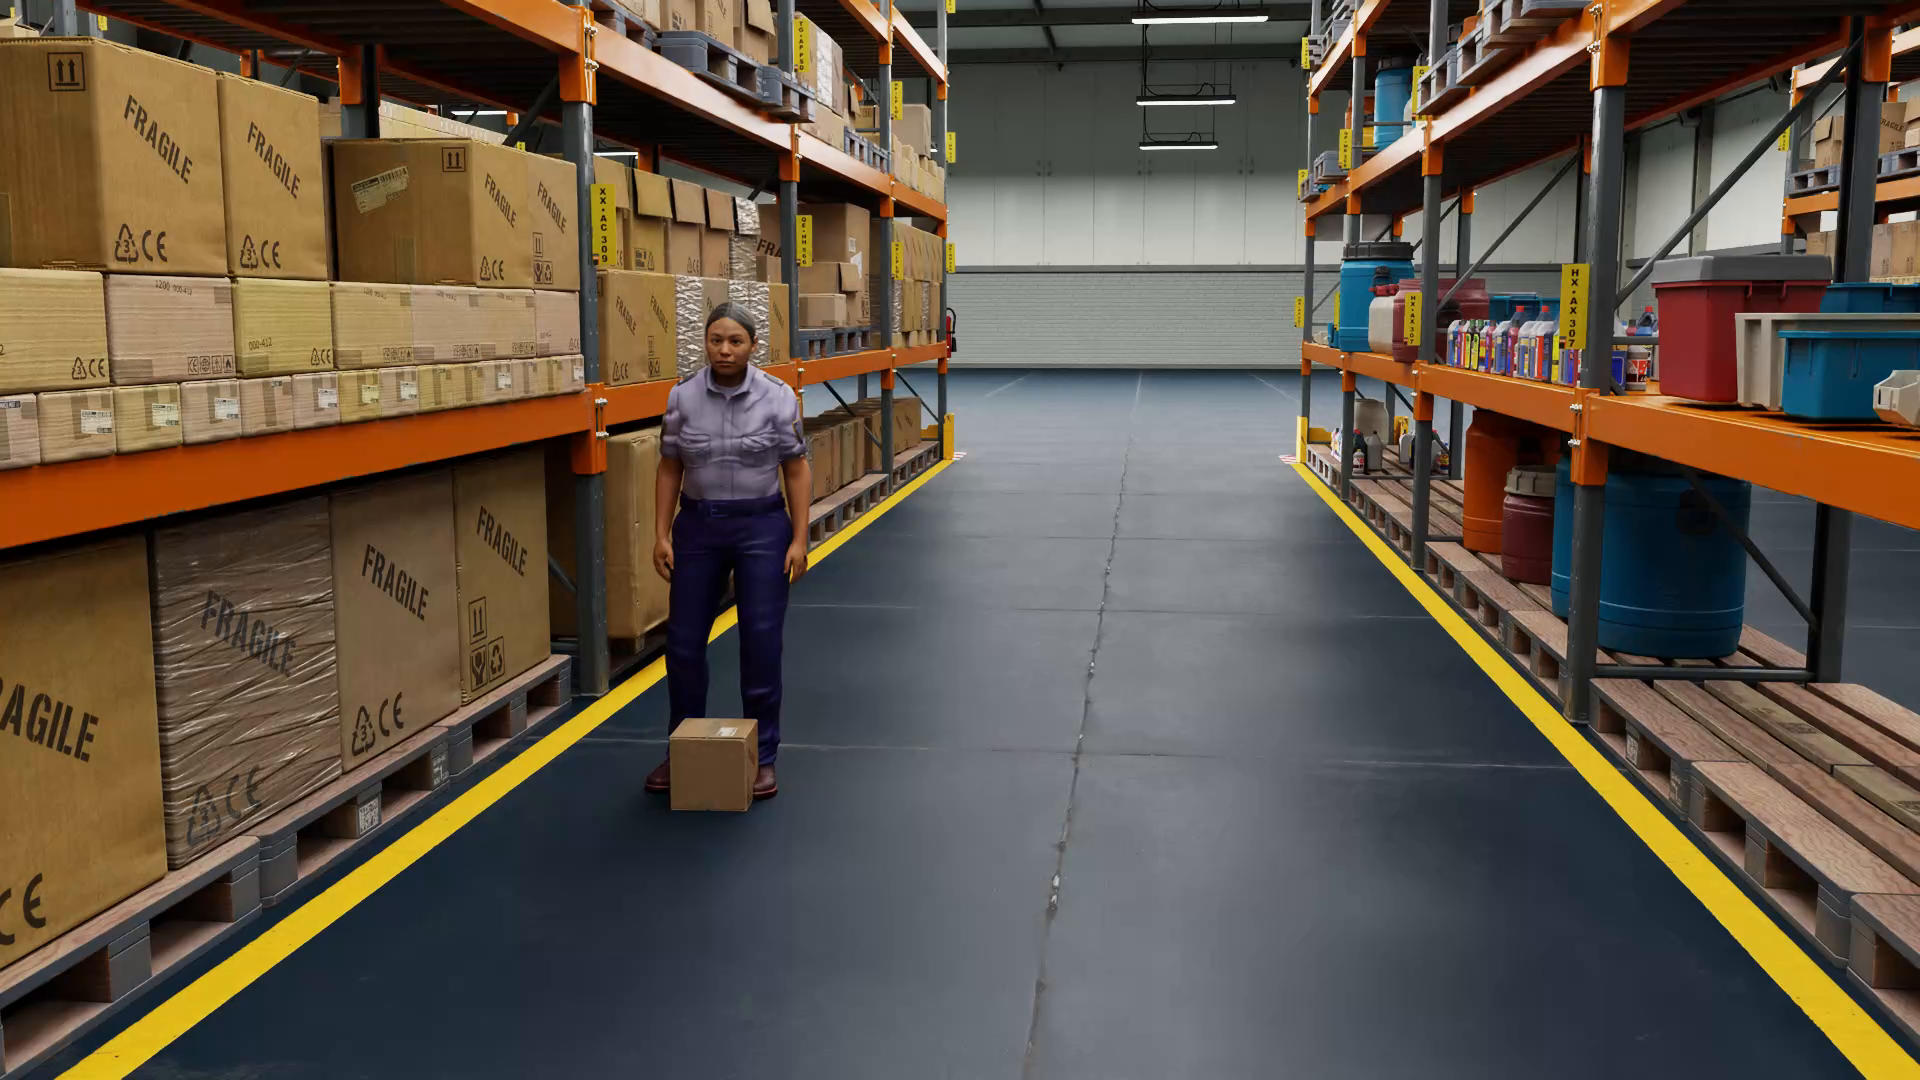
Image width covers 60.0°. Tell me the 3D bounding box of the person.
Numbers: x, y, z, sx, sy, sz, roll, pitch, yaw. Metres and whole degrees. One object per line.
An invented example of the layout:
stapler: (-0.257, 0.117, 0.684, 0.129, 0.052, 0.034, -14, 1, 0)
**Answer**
person: (-0.793, 0.032, 5.647, 0.564, 1.638, 0.421, 0, 8, 3)
